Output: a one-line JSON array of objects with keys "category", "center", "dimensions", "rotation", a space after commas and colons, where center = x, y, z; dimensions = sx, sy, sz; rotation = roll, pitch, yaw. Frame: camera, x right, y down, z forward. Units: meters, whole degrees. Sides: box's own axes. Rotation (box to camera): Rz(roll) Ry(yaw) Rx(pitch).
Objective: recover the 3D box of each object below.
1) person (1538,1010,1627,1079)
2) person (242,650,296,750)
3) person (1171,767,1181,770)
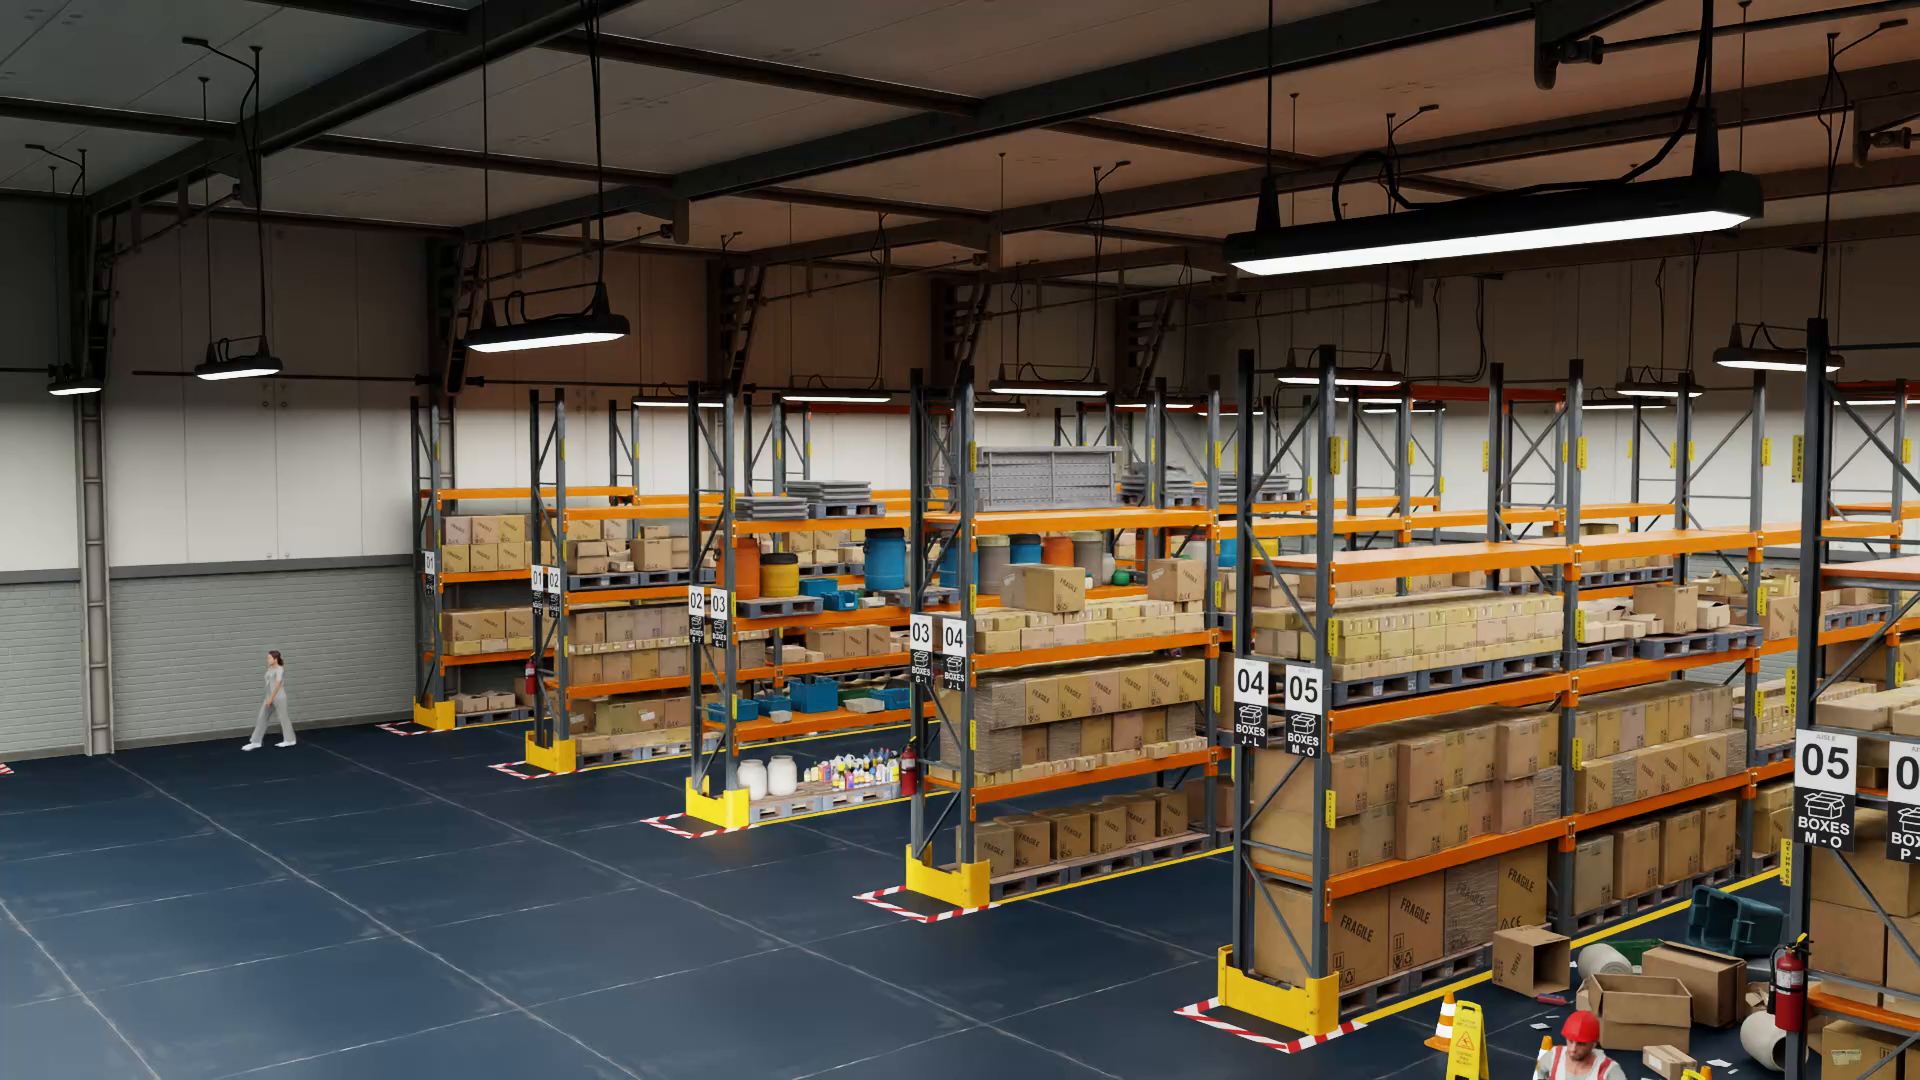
[{"category": "person", "center": [3.699, 3.701, 9.920], "dimensions": [0.612, 1.847, 0.498], "rotation": [2, 4, 35]}, {"category": "person", "center": [-11.586, 2.664, 27.922], "dimensions": [0.471, 1.612, 0.838], "rotation": [3, 4, 39]}, {"category": "person", "center": [3.476, 2.796, 26.337], "dimensions": [0.564, 1.649, 0.550], "rotation": [-2, 4, -29]}]
